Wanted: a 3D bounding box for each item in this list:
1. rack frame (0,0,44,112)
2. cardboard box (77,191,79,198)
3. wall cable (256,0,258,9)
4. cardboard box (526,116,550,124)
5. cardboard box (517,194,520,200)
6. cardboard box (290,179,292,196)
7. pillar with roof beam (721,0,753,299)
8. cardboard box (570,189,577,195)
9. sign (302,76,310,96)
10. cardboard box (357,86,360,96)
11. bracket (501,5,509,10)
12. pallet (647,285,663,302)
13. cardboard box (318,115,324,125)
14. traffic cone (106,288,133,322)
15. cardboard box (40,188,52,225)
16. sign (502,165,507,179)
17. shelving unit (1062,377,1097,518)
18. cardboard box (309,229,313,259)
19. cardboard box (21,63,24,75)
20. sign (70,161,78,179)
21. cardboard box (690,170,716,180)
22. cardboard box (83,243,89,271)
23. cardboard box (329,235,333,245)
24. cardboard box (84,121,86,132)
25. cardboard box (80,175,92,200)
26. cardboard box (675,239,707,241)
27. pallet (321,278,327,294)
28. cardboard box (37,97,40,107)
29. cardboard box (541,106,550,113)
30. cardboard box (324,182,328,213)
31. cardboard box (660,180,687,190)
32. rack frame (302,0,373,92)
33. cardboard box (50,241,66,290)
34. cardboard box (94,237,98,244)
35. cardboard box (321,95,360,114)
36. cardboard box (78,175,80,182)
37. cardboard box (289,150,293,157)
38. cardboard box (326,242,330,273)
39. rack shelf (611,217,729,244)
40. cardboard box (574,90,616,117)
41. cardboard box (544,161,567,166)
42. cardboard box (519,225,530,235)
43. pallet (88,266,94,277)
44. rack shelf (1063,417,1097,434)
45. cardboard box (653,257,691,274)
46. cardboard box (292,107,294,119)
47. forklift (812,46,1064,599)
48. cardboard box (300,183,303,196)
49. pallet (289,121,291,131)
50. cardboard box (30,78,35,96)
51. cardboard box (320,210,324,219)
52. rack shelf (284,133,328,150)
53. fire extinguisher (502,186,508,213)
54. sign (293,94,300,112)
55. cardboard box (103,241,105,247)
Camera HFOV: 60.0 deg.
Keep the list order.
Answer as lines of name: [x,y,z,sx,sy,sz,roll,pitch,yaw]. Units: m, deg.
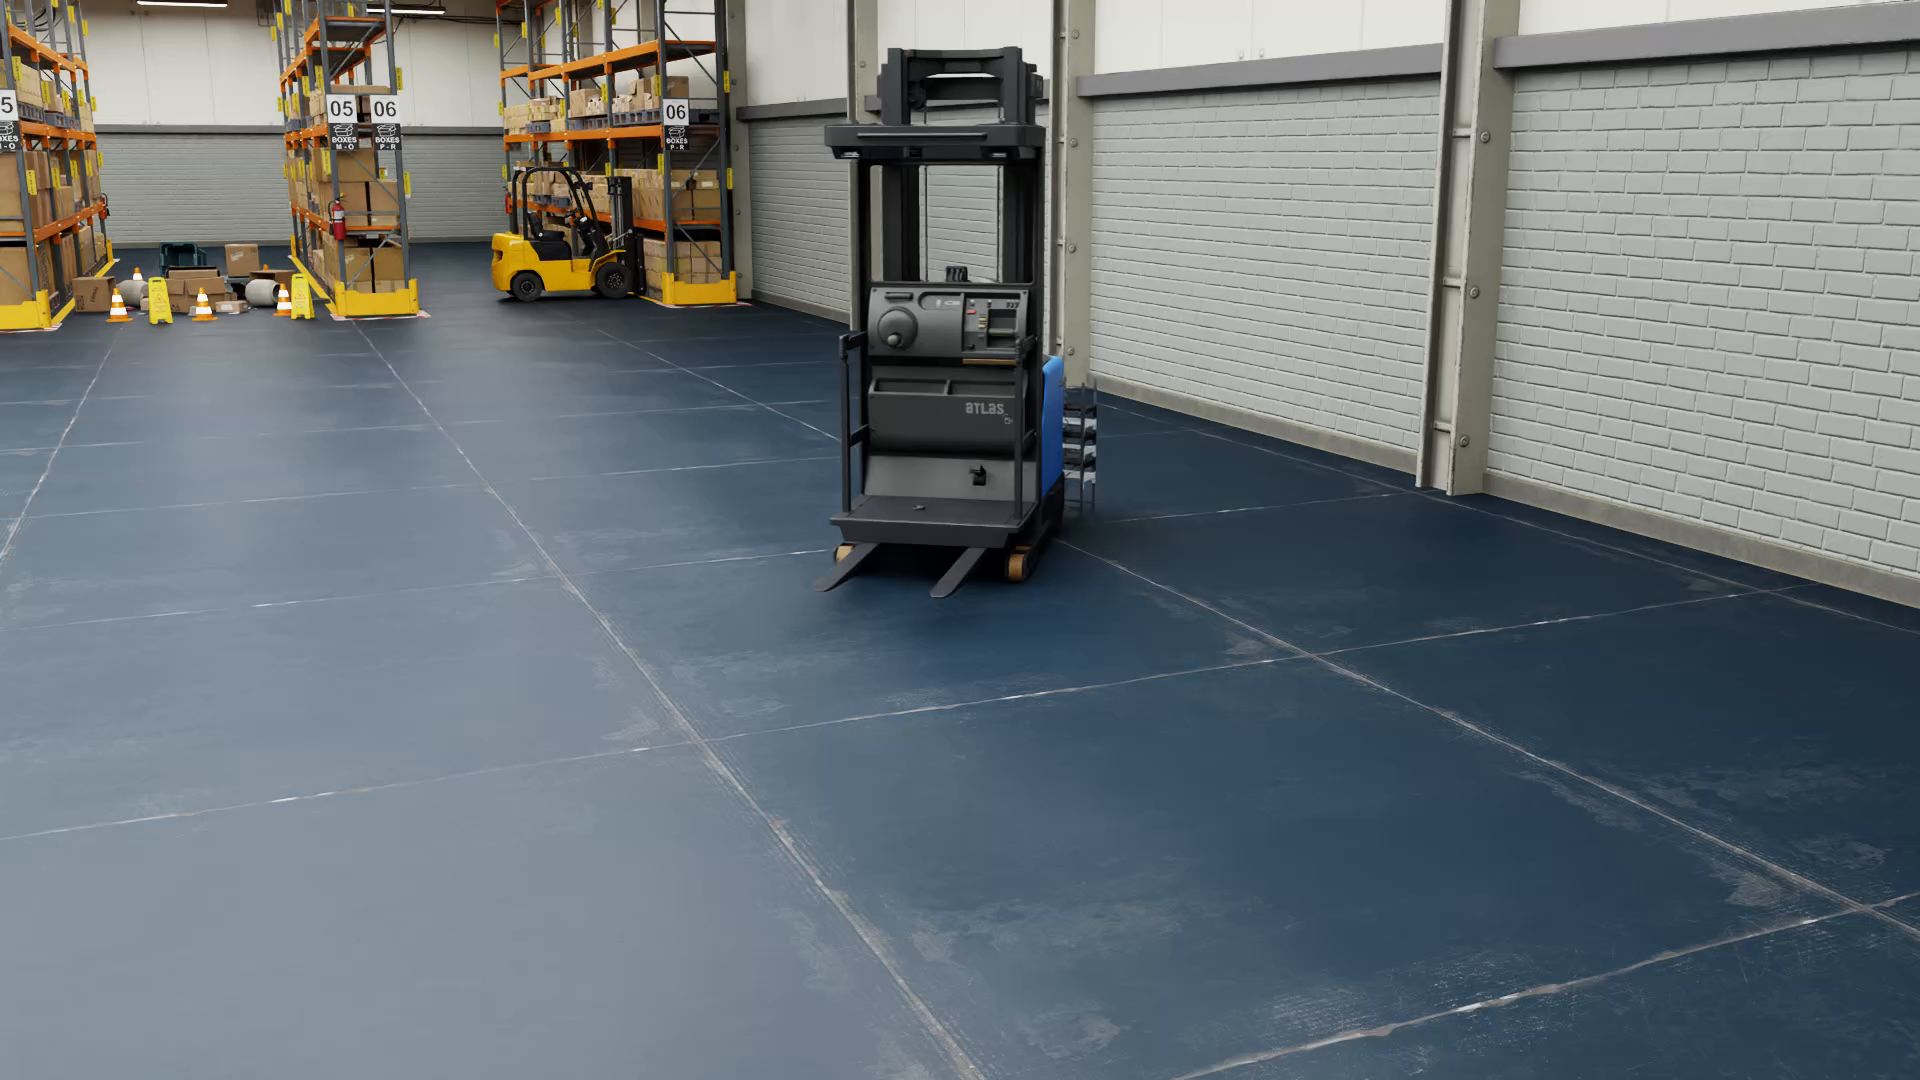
rack frame: [-14.878,-8.154,25.644,1.000,3.000,0.127,-6,14,-23]
cardboard box: [-17.439,-6.745,32.487,0.380,0.149,0.250,-6,15,-26]
wall cable: [-19.143,-15.033,42.063,2.355,3.000,0.029,-6,14,-23]
cardboard box: [-9.463,-9.411,37.402,0.500,0.250,0.500,-6,14,-23]
cardboard box: [-10.292,-8.142,39.453,0.380,0.149,0.250,-6,14,-25]
cardboard box: [-15.032,-8.000,38.062,0.500,0.500,0.500,-6,14,-24]
pillar with roof beam: [-7.631,-8.081,25.329,9.100,9.000,0.400,-6,14,-23]
cardboard box: [-7.507,-7.029,33.313,0.500,0.250,0.500,-6,14,-23]
sign: [-10.890,-7.554,27.682,0.100,0.325,0.005,-6,14,-23]
cardboard box: [-8.851,-6.743,24.987,0.380,0.149,0.250,-6,14,-23]
bracket: [-12.338,-14.486,45.019,0.235,0.232,0.430,-6,14,-23]
pallet: [-4.578,-4.118,27.693,1.003,0.211,1.213,-6,14,-23]
cardboard box: [-9.836,-6.574,26.025,0.380,0.149,0.250,-6,14,-24]
traffic cone: [-12.187,-3.407,24.064,0.336,0.463,0.334,-6,14,-23]
cardboard box: [-14.478,-5.118,25.497,0.875,0.550,0.550,-6,14,-23]
sign: [-11.140,-9.000,40.685,0.100,0.325,0.005,-6,14,-23]
shelving unit: [0.751,-0.618,11.045,0.258,0.900,0.210,7,15,26]
cardboard box: [-13.266,-6.401,35.154,0.875,0.875,0.875,-5,14,-21]
cardboard box: [-13.524,-6.693,23.621,0.380,0.149,0.250,-6,14,-24]
sign: [-15.973,-6.673,29.980,0.100,0.325,0.005,-6,14,-23]
cardboard box: [-4.173,-5.920,26.977,0.380,0.149,0.250,-6,14,-24]
cardboard box: [-16.734,-5.317,31.304,0.500,0.500,0.500,-5,14,-22]
cardboard box: [-9.751,-4.738,26.253,0.380,0.149,0.250,-5,14,-21]
cardboard box: [-18.235,-8.495,34.100,0.500,0.250,0.500,-6,14,-24]
cardboard box: [-18.050,-7.203,33.957,0.500,0.500,0.500,-6,14,-24]
cardboard box: [-4.456,-4.893,27.810,0.500,0.250,0.500,-6,14,-23]
pallet: [-10.696,-4.501,29.351,1.003,0.211,1.213,-6,14,-23]
cardboard box: [-14.233,-6.672,25.296,0.380,0.149,0.250,-5,14,-22]
cardboard box: [-8.652,-9.124,35.232,0.380,0.149,0.250,-6,14,-23]
cardboard box: [-9.644,-5.361,26.001,0.500,0.500,0.500,-6,14,-23]
cardboard box: [-4.629,-5.733,26.828,0.380,0.149,0.250,-5,14,-22]
rack frame: [-10.383,-8.622,27.666,1.000,3.000,0.127,-6,14,-23]
cardboard box: [-15.209,-4.460,27.046,1.050,0.750,0.750,-6,14,-23]
cardboard box: [-18.385,-6.301,35.016,0.380,0.149,0.250,-5,14,-22]
cardboard box: [-9.232,-6.487,24.768,0.500,0.250,0.500,-6,14,-24]
cardboard box: [-17.743,-7.191,33.093,0.380,0.149,0.250,-5,14,-20]
cardboard box: [-14.718,-8.608,37.031,0.380,0.149,0.250,-6,14,-24]
cardboard box: [-10.168,-4.674,27.415,0.500,0.500,0.500,-5,14,-21]
rack shelf: [-5.035,-5.385,28.579,1.077,0.370,4.000,-6,14,-23]
cardboard box: [-7.078,-8.471,32.292,0.700,0.500,0.500,-6,14,-24]
cardboard box: [-9.393,-8.570,38.756,0.500,0.500,0.500,-6,14,-25]
cardboard box: [-10.178,-7.299,39.868,0.700,0.500,0.500,-5,14,-21]
pallet: [-17.277,-5.112,31.991,1.003,0.211,1.213,-6,14,-23]
rack shelf: [0.751,-0.761,11.012,0.258,0.077,0.200,7,15,26]
cardboard box: [-4.715,-4.503,27.231,0.500,0.250,0.500,-6,14,-24]
cardboard box: [-13.176,-8.543,33.346,0.396,0.266,0.258,-4,14,-18]
forklift: [-0.109,-1.279,9.394,1.130,2.935,3.031,3,13,11]
cardboard box: [-12.844,-6.983,33.112,0.500,0.250,0.500,-6,14,-24]
pallet: [-13.905,-8.940,35.890,1.003,0.211,1.213,-6,14,-23]
cardboard box: [-14.044,-6.731,24.669,0.500,0.250,0.500,-6,14,-23]
cardboard box: [-10.550,-5.483,27.964,0.380,0.149,0.250,-6,14,-23]
rack shelf: [-14.388,-8.876,37.012,1.077,0.370,4.000,-6,14,-23]
fire extinguisher: [-11.125,-8.397,40.996,0.296,0.674,0.183,-6,14,-23]
sign: [-12.497,-8.229,31.298,0.100,0.325,0.005,-6,14,-23]
cardboard box: [-19.212,-6.588,36.913,0.380,0.149,0.250,-6,14,-24]
